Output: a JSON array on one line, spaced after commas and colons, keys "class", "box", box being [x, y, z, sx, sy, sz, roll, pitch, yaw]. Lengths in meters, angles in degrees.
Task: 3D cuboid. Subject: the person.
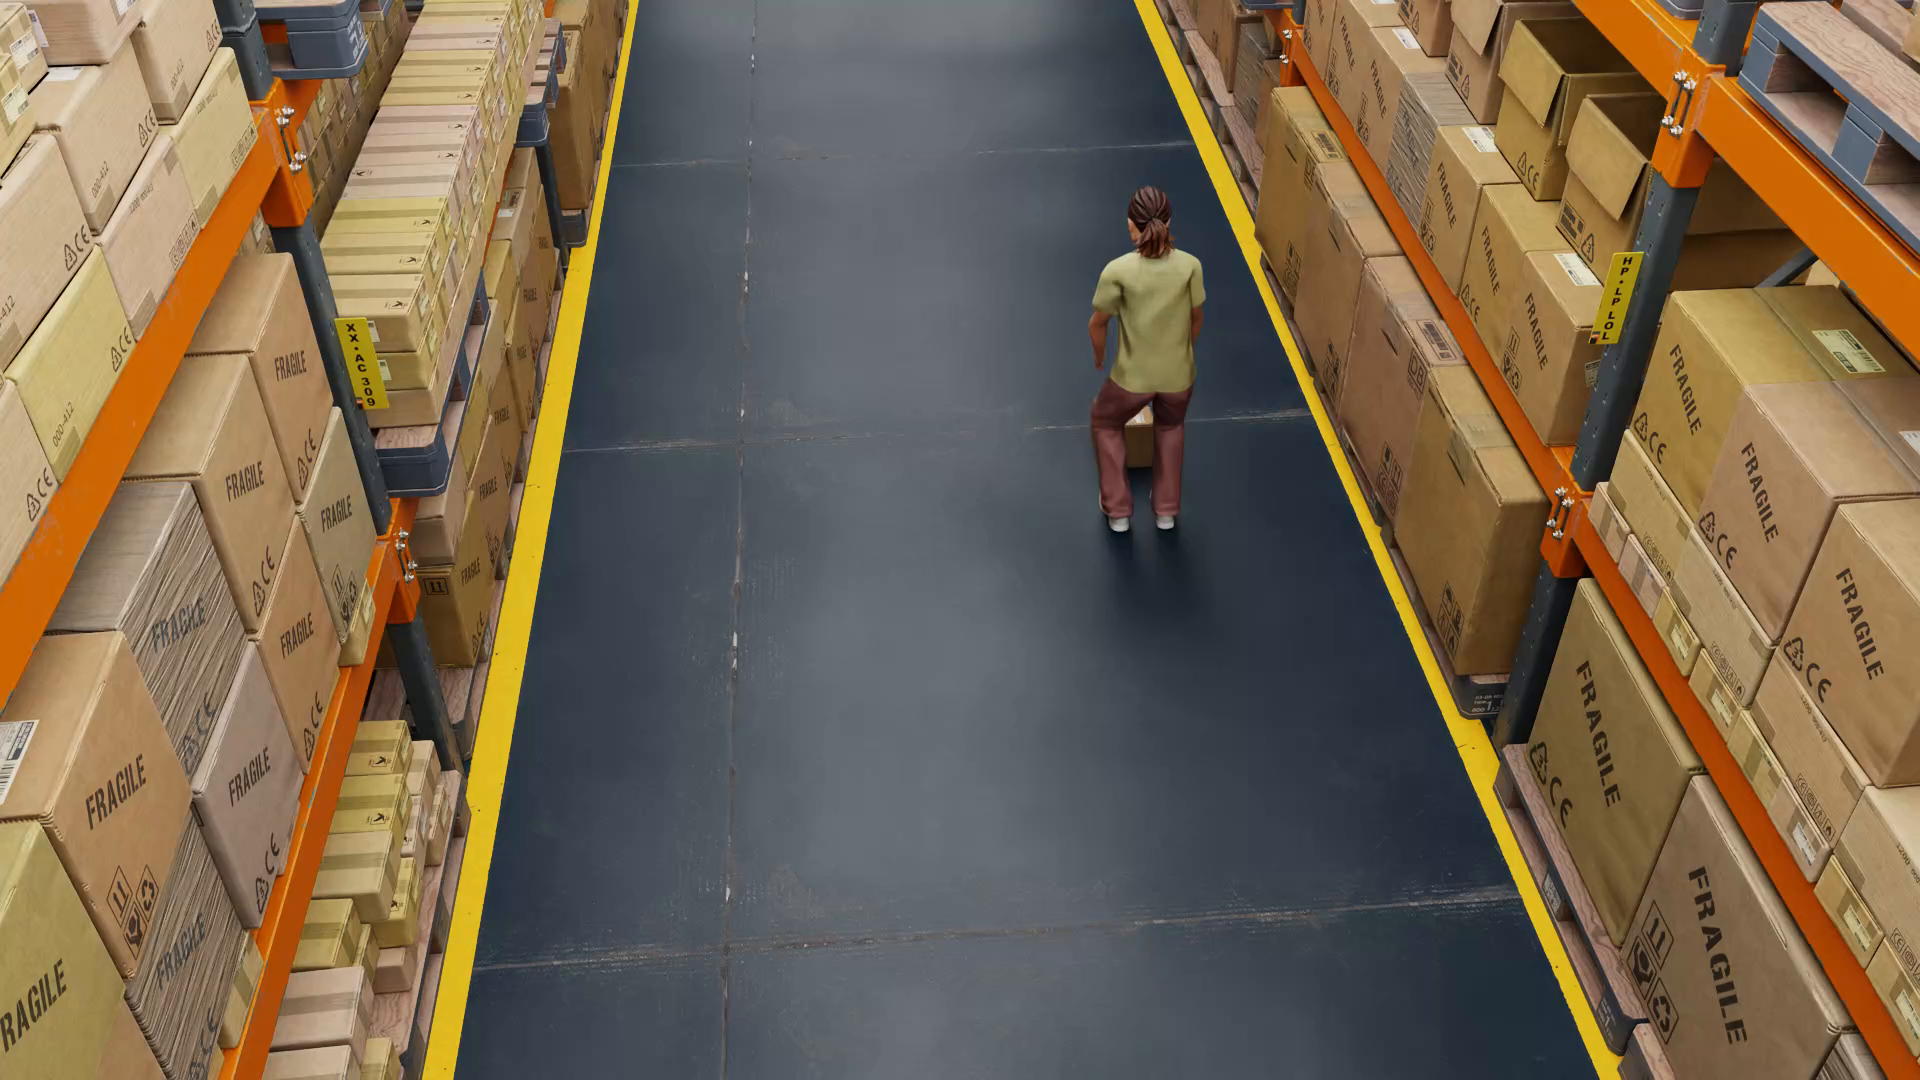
[{"class": "person", "box": [0.784, -0.742, 7.152, 0.486, 1.573, 0.467, -2, 39, -3]}]
